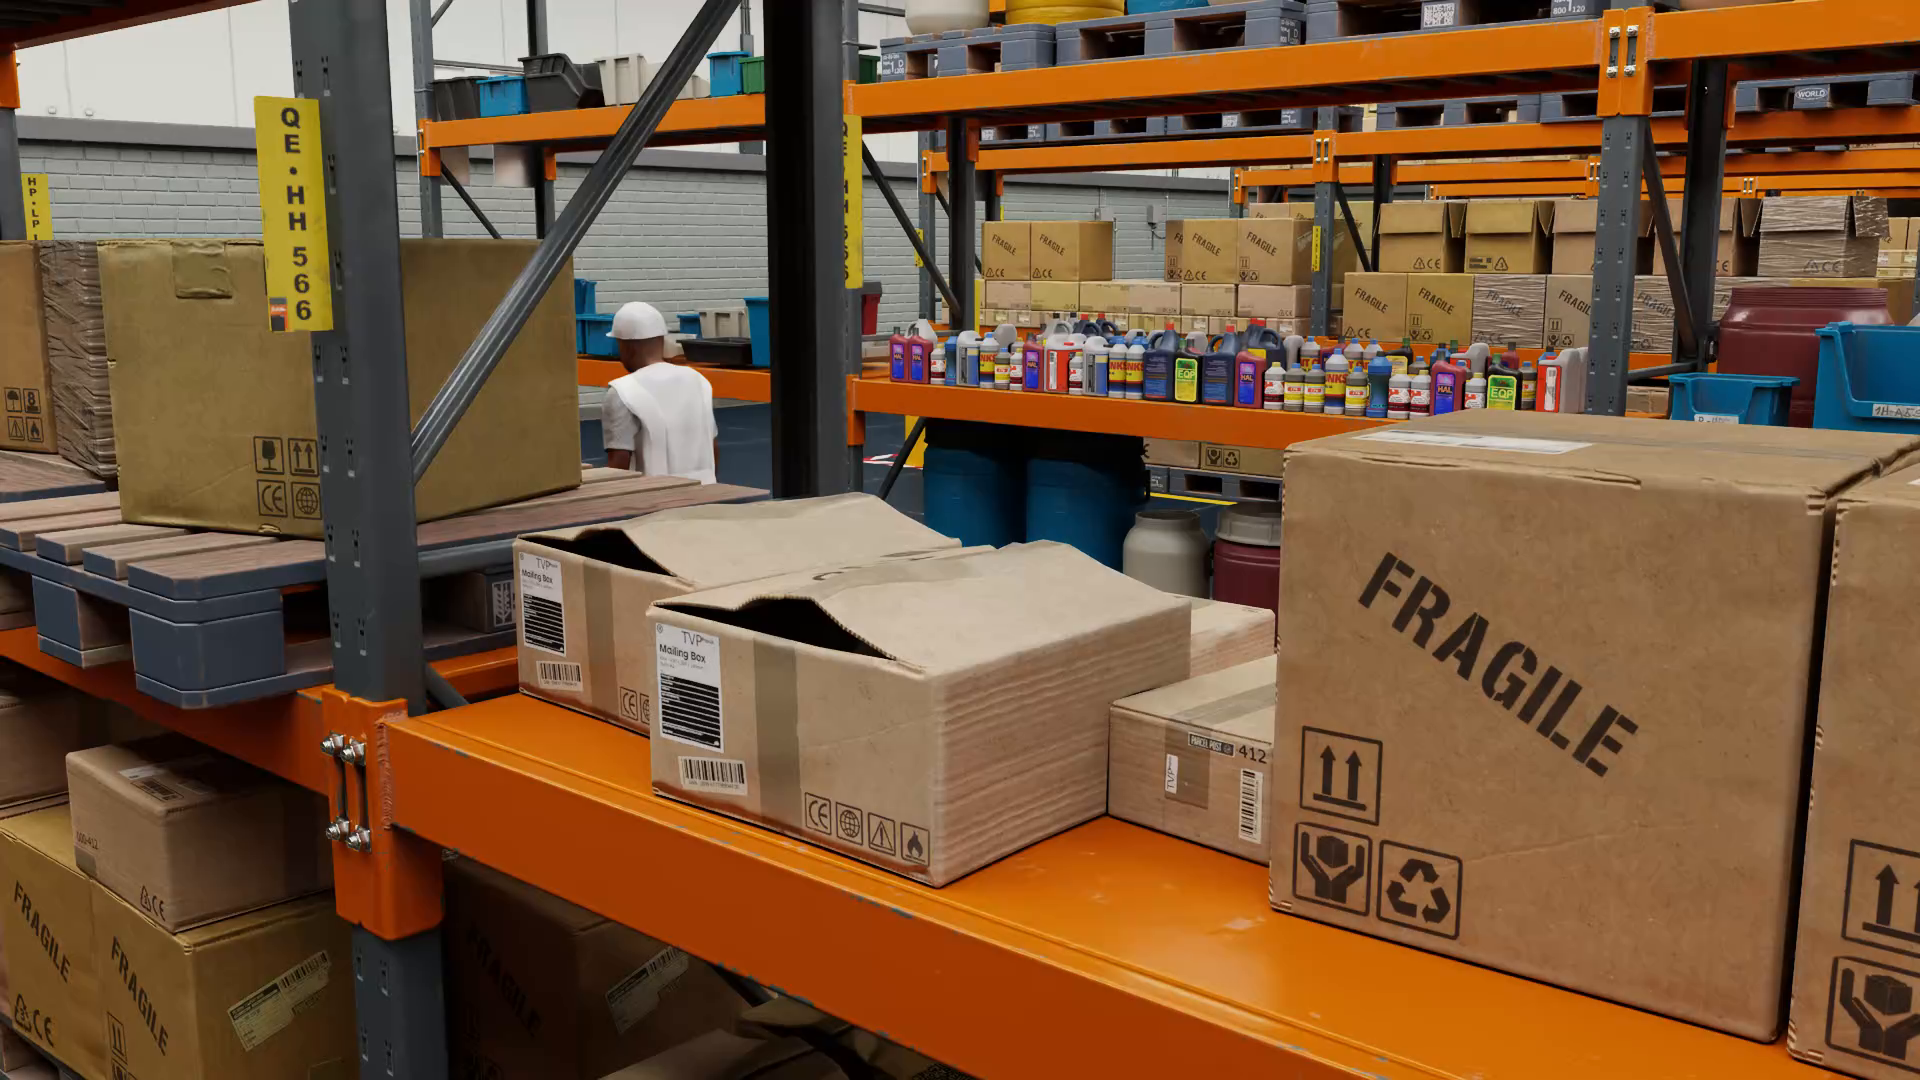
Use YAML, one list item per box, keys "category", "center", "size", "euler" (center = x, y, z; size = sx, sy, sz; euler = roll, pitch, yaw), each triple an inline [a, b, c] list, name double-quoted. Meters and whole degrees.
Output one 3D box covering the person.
- category: "person"
  center: [-1.238, -0.081, 6.831]
  size: [0.440, 1.775, 0.595]
  euler: [8, 13, 39]
